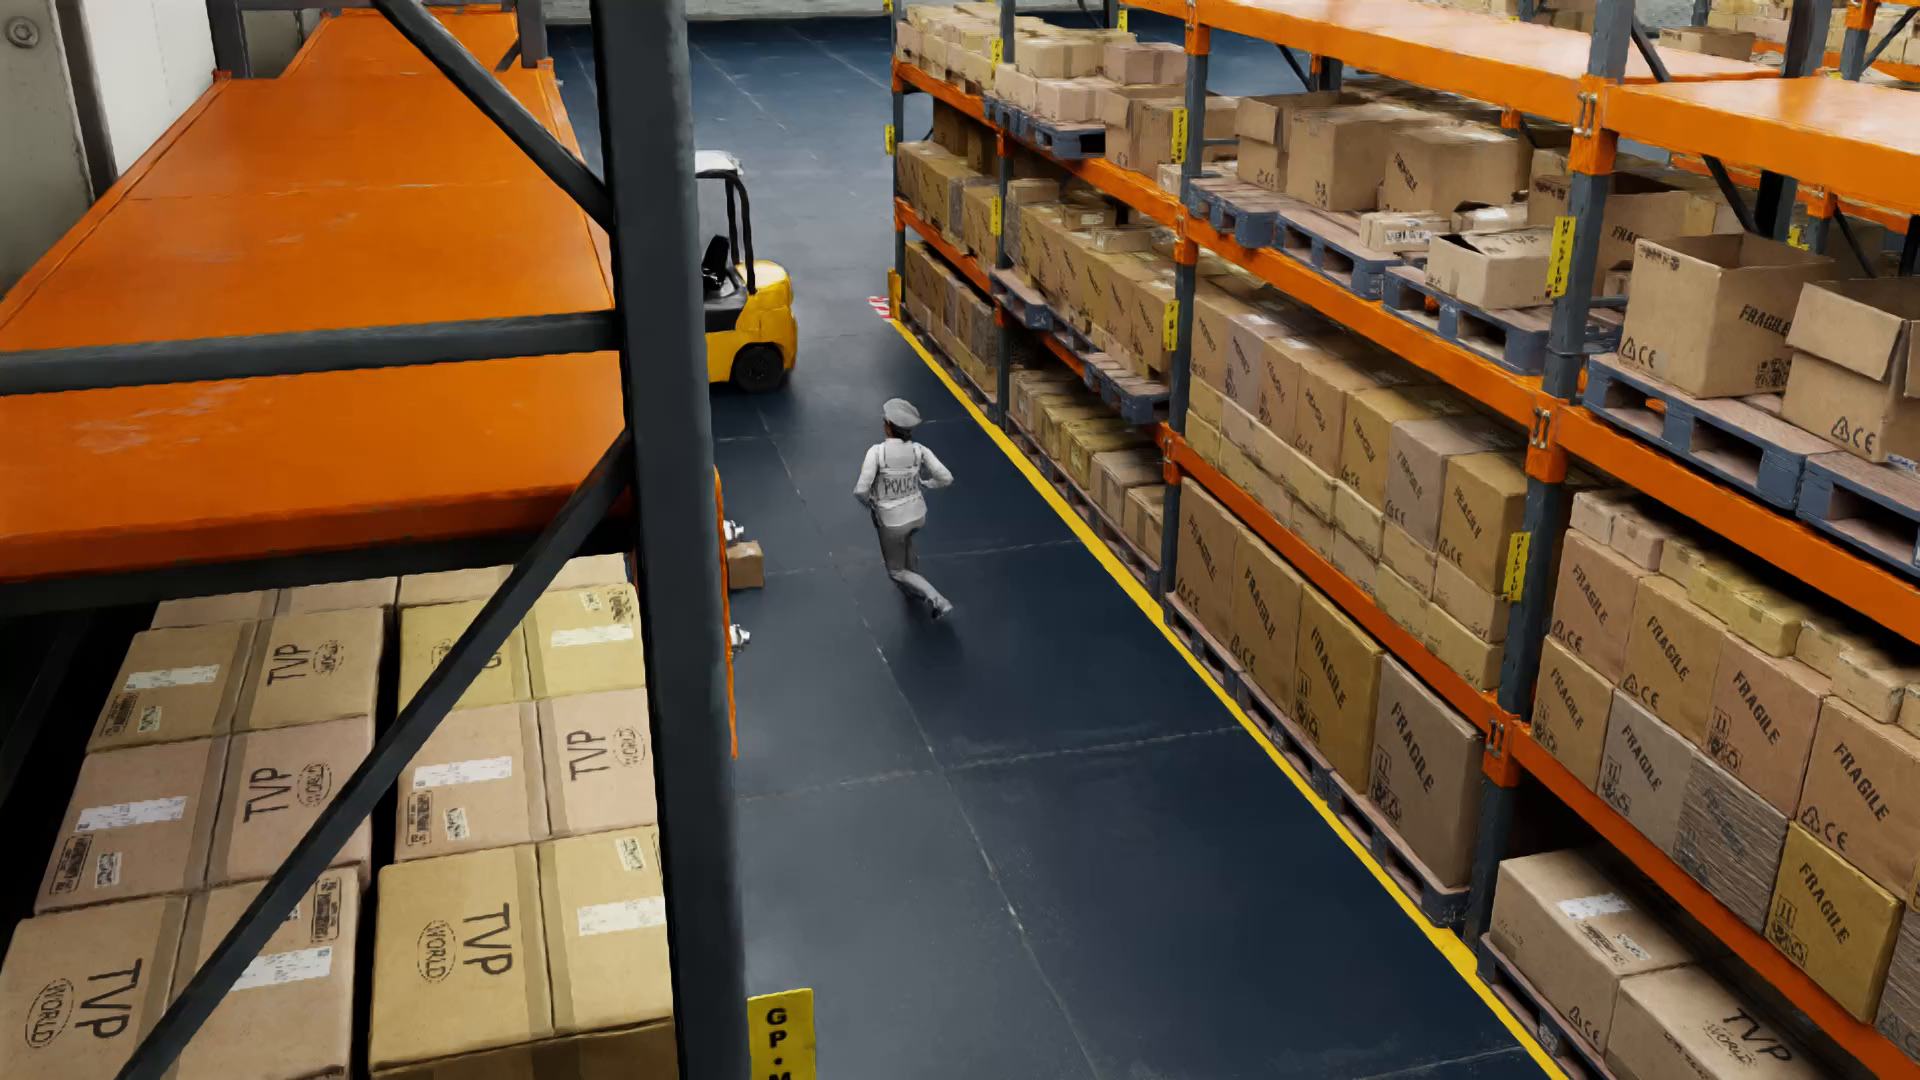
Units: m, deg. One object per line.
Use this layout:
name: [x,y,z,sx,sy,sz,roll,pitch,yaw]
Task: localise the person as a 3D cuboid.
person: [-0.401,-0.199,11.188,0.685,1.562,0.919,-16,28,-33]
